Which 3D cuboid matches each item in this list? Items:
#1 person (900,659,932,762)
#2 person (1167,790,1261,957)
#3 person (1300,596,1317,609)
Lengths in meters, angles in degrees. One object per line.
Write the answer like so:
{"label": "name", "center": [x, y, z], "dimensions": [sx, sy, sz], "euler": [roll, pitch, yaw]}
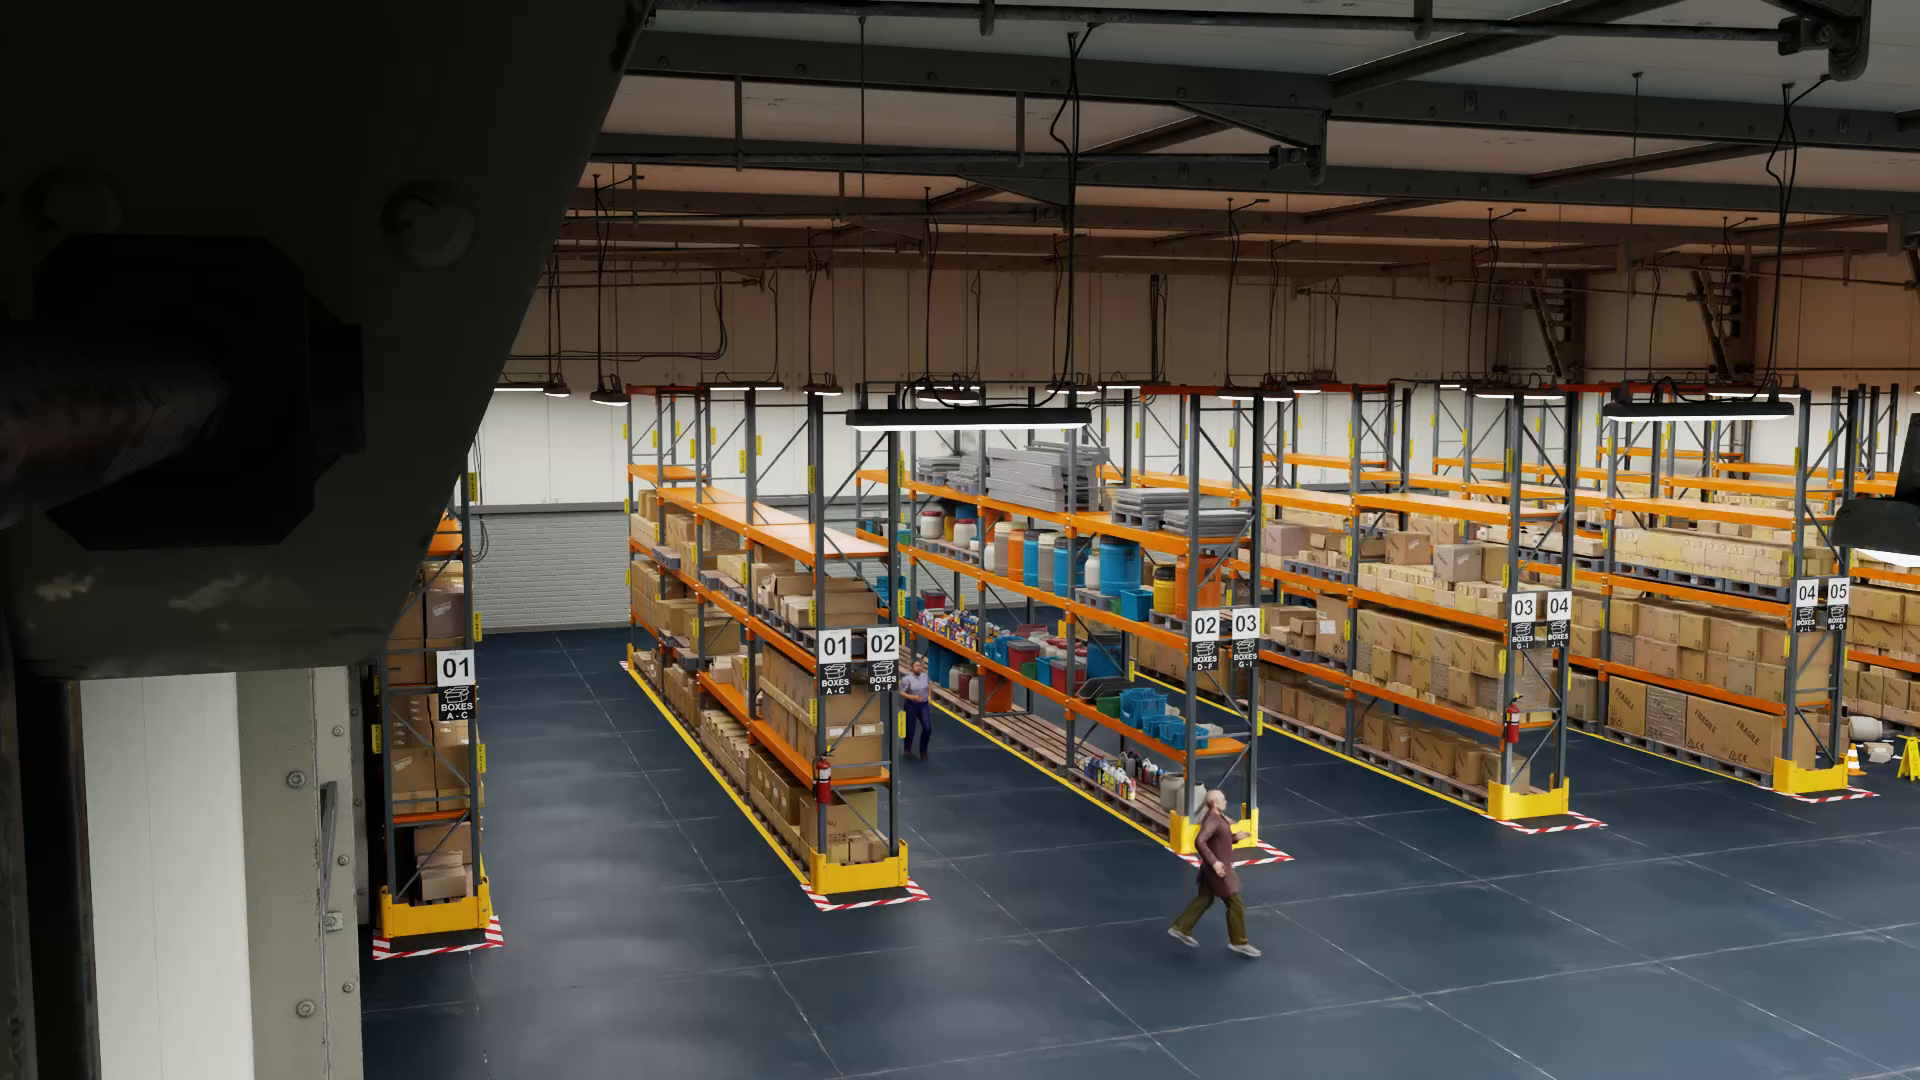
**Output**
{"label": "person", "center": [-0.691, 2.762, 26.863], "dimensions": [0.613, 1.704, 0.711], "euler": [-2, 6, -22]}
{"label": "person", "center": [2.748, 3.585, 17.908], "dimensions": [0.996, 1.792, 0.688], "euler": [0, 6, -3]}
{"label": "person", "center": [8.794, 1.242, 41.839], "dimensions": [0.813, 1.591, 0.544], "euler": [-2, 6, -16]}
